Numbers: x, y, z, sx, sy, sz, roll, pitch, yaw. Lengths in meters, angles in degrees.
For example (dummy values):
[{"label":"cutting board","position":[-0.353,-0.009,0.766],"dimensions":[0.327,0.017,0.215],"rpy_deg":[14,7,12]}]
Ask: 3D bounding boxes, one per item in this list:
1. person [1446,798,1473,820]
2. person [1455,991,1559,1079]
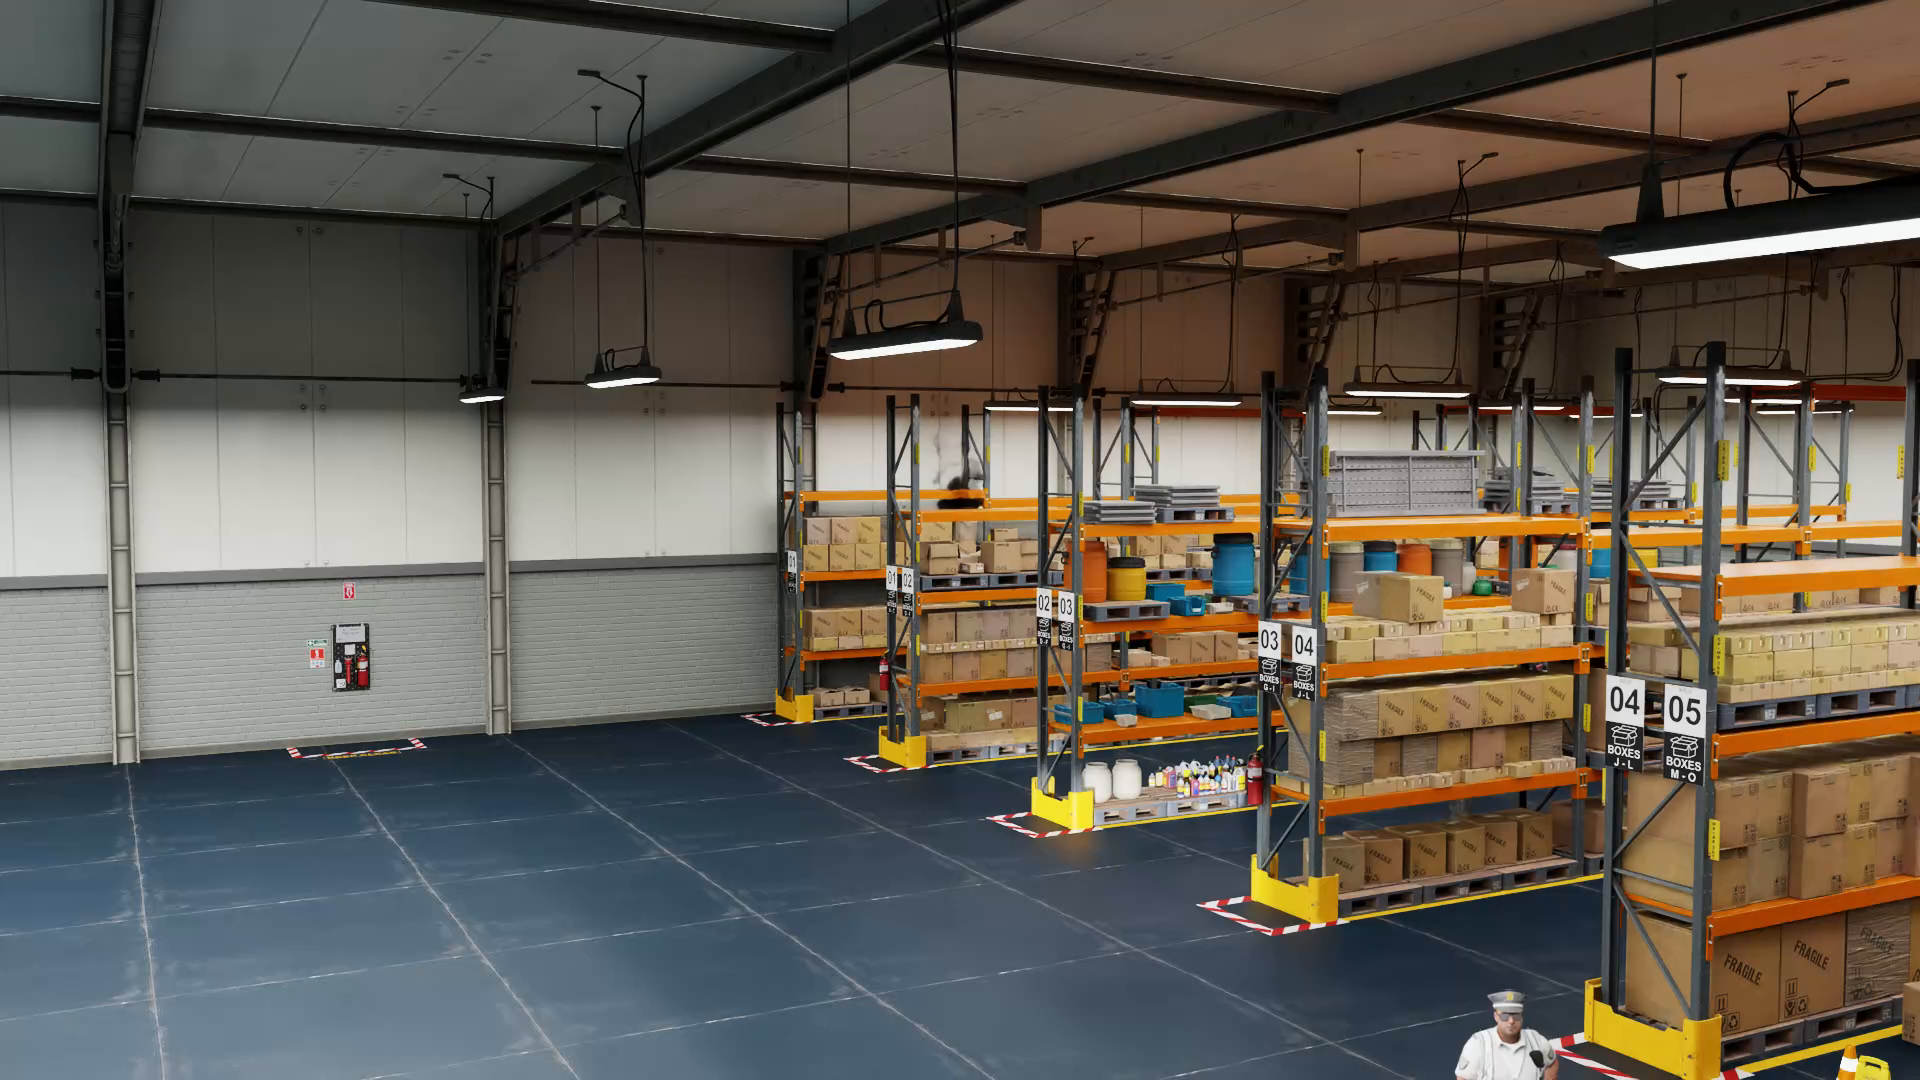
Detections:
[{"label":"person","position":[6.724,3.017,22.492],"dimensions":[0.625,1.750,0.683],"rpy_deg":[-3,4,-39]},{"label":"person","position":[3.406,3.696,10.341],"dimensions":[0.644,1.846,0.768],"rpy_deg":[1,3,13]}]
